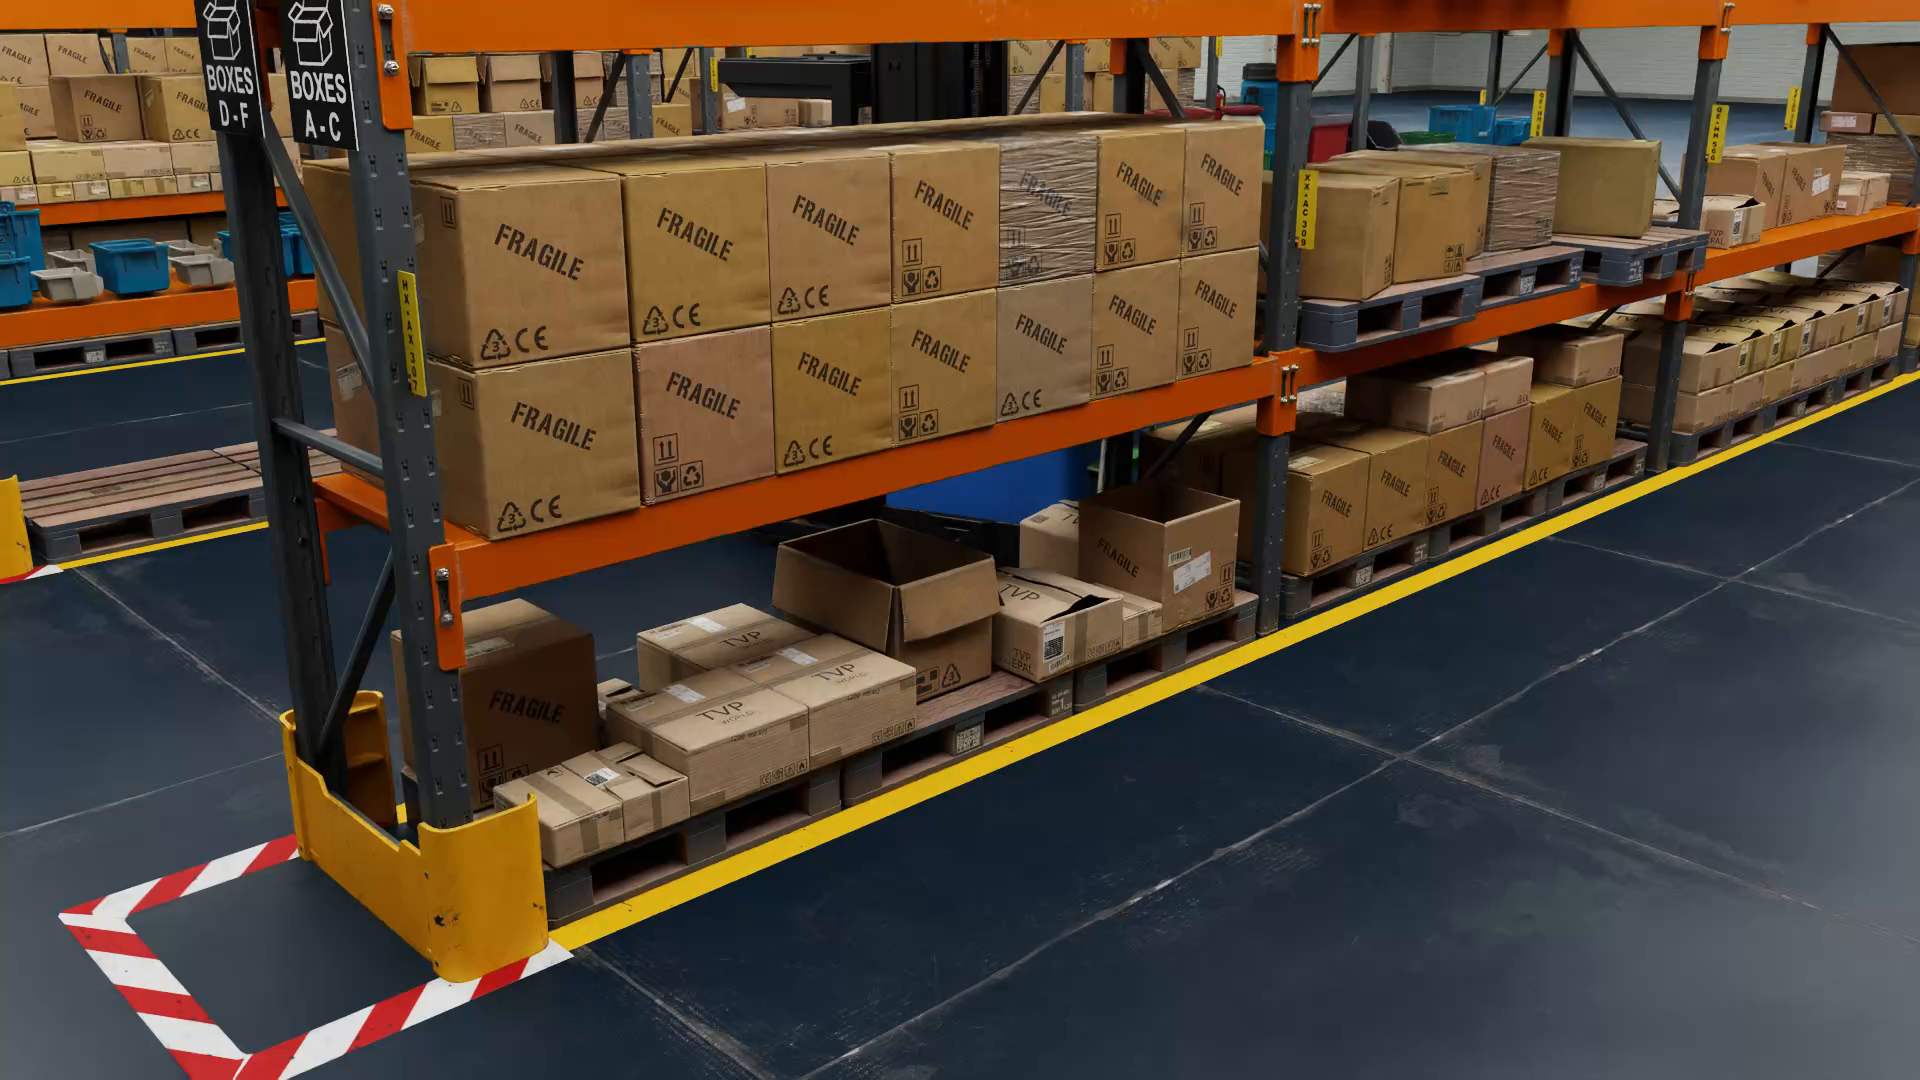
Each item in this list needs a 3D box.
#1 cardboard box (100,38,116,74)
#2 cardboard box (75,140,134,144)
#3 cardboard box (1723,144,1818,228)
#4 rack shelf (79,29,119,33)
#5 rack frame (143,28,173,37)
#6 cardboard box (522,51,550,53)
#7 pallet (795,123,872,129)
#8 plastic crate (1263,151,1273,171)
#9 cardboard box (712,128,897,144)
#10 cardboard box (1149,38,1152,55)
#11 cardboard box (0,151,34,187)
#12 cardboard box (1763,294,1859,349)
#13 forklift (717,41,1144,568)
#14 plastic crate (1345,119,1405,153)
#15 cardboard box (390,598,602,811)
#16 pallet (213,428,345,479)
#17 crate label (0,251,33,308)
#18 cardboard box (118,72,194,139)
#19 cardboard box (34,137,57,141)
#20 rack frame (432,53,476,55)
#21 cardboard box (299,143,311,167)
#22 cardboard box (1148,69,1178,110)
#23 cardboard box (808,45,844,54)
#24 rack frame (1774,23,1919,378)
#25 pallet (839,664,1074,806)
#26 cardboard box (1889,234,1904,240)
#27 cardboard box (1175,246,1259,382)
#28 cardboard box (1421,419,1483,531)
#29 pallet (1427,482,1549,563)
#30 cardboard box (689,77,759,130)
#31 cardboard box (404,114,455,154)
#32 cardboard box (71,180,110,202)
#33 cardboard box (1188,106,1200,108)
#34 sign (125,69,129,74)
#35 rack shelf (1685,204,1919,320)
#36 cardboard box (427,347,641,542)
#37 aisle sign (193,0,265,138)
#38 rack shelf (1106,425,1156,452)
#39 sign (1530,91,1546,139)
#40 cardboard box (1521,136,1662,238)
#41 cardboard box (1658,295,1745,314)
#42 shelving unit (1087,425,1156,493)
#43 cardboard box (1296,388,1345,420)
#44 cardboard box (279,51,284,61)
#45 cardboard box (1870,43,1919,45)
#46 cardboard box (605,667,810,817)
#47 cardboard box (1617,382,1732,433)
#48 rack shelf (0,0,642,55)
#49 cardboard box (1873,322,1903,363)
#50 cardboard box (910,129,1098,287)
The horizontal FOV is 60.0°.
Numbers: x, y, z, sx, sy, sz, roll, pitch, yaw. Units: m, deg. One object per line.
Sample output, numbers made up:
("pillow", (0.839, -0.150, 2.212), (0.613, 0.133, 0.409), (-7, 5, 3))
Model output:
("cardboard box", (-11.296, -6.317, 21.820), (0.500, 0.500, 0.500), (-17, 25, -42))
("cardboard box", (-6.980, -3.138, 13.560), (0.500, 0.250, 0.500), (-16, 24, -39))
("cardboard box", (5.579, -2.469, 11.574), (0.500, 0.500, 0.500), (-16, 24, -41))
("rack shelf", (-10.509, -5.118, 16.209), (4.000, 0.370, 1.077), (-16, 24, -41))
("rack frame", (-13.037, -7.504, 27.266), (0.127, 3.000, 1.000), (-16, 24, -41))
("cardboard box", (-5.450, -6.028, 20.930), (0.500, 0.500, 0.700), (-17, 24, -42))
("pallet", (-1.405, -4.509, 18.339), (1.213, 0.211, 1.003), (-16, 24, -41))
("plastic crate", (2.423, -3.376, 14.878), (0.662, 0.188, 0.450), (-16, 24, -41))
("cardboard box", (-0.577, -1.262, 6.229), (0.500, 0.500, 0.500), (-15, 23, -39))
("cardboard box", (2.043, -6.147, 20.814), (0.500, 0.500, 0.500), (-16, 24, -41))
("cardboard box", (-7.353, -2.805, 12.534), (0.500, 0.250, 0.500), (17, 25, 42))
("cardboard box", (6.059, -1.590, 11.893), (0.500, 0.311, 0.500), (-16, 24, -41))
("forklift", (-0.567, -1.478, 8.791), (3.031, 2.935, 1.130), (8, 20, 24))
("plastic crate", (3.962, -3.962, 16.442), (0.504, 0.338, 0.767), (-16, 24, -41))
("cardboard box", (-1.599, 0.554, 5.753), (0.500, 0.500, 0.500), (-16, 24, -41))
("pallet", (-3.713, -0.463, 10.071), (1.213, 0.211, 1.003), (-16, 24, -41))
("crate label", (-4.820, -1.294, 8.286), (0.303, 0.233, 0.416), (-16, 24, -41))
("cardboard box", (-6.609, -3.604, 13.782), (0.500, 0.500, 0.500), (-16, 24, -41))
("cardboard box", (-9.450, -4.102, 17.181), (0.250, 0.149, 0.380), (-15, 23, -39))
("rack frame", (-6.150, -5.304, 20.482), (0.127, 3.000, 1.000), (-16, 24, -41))
("cardboard box", (-5.570, -3.532, 14.852), (0.500, 0.500, 0.500), (-16, 24, -41))
("cardboard box", (2.298, -5.813, 21.404), (0.500, 0.500, 0.875), (-16, 24, -41))
("cardboard box", (-2.145, -7.034, 23.821), (0.550, 0.550, 0.875), (-16, 24, -41))
("rack frame", (6.894, -2.798, 12.752), (0.127, 3.000, 1.000), (-16, 24, -41))
("pallet", (-0.305, 0.629, 6.704), (1.213, 0.211, 1.003), (-16, 24, -41))
("cardboard box", (7.804, -2.183, 13.415), (0.500, 0.500, 0.500), (-16, 24, -41))
("cardboard box", (0.895, -0.987, 7.004), (0.500, 0.500, 0.500), (-16, 24, -40))
("cardboard box", (2.349, -0.391, 8.667), (0.500, 0.500, 0.500), (-16, 24, -40))
("pallet", (2.533, -0.217, 9.313), (1.213, 0.211, 1.003), (-16, 24, -41))
("cardboard box", (-2.450, -4.542, 17.288), (0.500, 0.500, 0.500), (14, 23, 37))
("cardboard box", (-4.851, -3.520, 14.815), (0.500, 0.500, 0.500), (-16, 24, -41))
("cardboard box", (-6.837, -2.740, 12.980), (0.250, 0.149, 0.380), (-16, 24, -40))
("cardboard box", (2.932, -5.641, 21.926), (0.250, 0.149, 0.380), (-16, 24, -41))
("sign", (-8.678, -4.749, 17.364), (0.005, 0.325, 0.100), (-16, 24, -41))
("rack shelf", (5.441, -2.032, 11.556), (4.000, 0.370, 1.077), (-16, 24, -41))
("cardboard box", (-1.321, -0.338, 5.002), (0.500, 0.500, 0.500), (-16, 24, -40))
("aisle sign", (-2.085, -1.546, 4.676), (0.004, 0.787, 0.394), (-16, 24, -41))
("rack shelf", (0.749, -0.585, 8.249), (0.258, 0.148, 0.480), (17, 24, 32))
("sign", (3.604, -2.625, 10.341), (0.005, 0.325, 0.100), (-16, 24, -41))
("cardboard box", (3.608, -2.039, 9.568), (0.700, 0.500, 0.500), (9, 20, 26))
("cardboard box", (5.307, -1.599, 11.921), (0.500, 0.311, 0.500), (-15, 23, -39))
("shelving unit", (0.740, -0.419, 8.309), (0.258, 1.200, 0.503), (17, 24, 32))
("cardboard box", (1.973, -0.501, 9.007), (0.500, 0.500, 0.500), (-16, 24, -40))
("cardboard box", (-11.550, -8.214, 28.242), (0.250, 0.149, 0.380), (-16, 24, -41))
("cardboard box", (7.579, -3.666, 13.162), (0.500, 0.500, 0.700), (-16, 24, -41))
("cardboard box", (-0.872, 0.686, 5.752), (0.500, 0.250, 0.500), (-16, 24, -41))
("cardboard box", (4.570, -0.888, 10.636), (0.500, 0.250, 0.500), (-16, 24, -41))
("rack shelf", (-3.772, -2.875, 9.291), (4.000, 0.370, 1.077), (-16, 24, -41))
("cardboard box", (6.792, -1.537, 12.640), (0.500, 0.250, 0.500), (-17, 24, -41))
("cardboard box", (0.155, -1.245, 6.179), (0.500, 0.500, 0.500), (-16, 24, -40))
